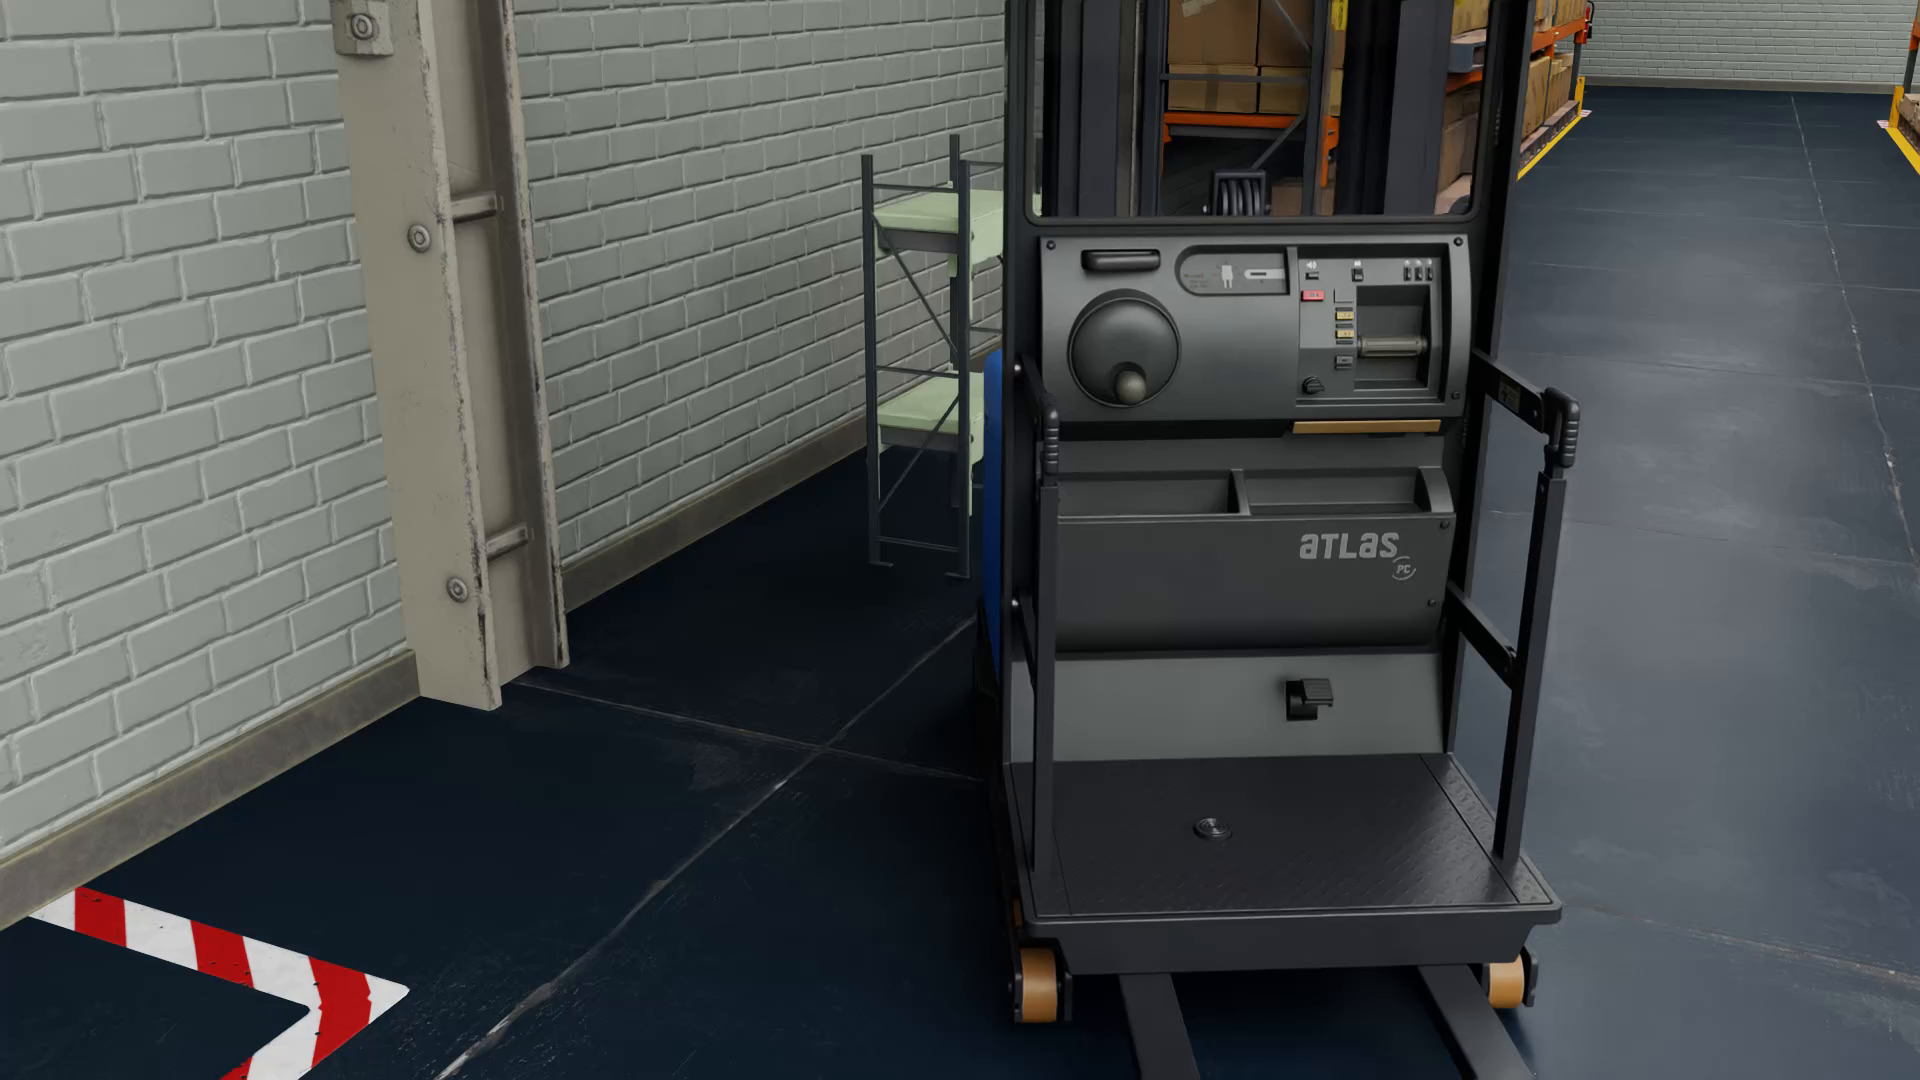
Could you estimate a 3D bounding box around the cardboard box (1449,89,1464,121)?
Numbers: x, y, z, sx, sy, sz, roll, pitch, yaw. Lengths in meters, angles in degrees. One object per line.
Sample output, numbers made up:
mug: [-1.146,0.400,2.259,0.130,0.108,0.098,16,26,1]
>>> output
cardboard box: [4.224,-3.916,14.958,0.500,0.250,0.500,9,21,24]

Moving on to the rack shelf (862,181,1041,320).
rack shelf: [-0.003,-1.072,6.081,0.431,0.370,0.720,9,21,23]

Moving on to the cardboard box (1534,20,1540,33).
cardboard box: [6.075,-5.590,18.055,0.380,0.149,0.250,9,21,23]

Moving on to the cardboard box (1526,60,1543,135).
cardboard box: [5.891,-4.845,18.197,0.750,0.750,0.750,9,22,24]

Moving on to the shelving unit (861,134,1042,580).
shelving unit: [-0.003,-0.705,6.212,0.431,1.500,0.755,9,21,23]

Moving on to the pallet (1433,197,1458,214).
pallet: [3.441,-2.627,13.542,1.003,0.211,1.213,9,21,23]

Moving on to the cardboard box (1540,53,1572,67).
cardboard box: [7.852,-6.327,21.918,0.380,0.149,0.250,9,22,24]

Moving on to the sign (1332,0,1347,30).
sign: [1.981,-2.814,8.612,0.100,0.325,0.005,9,21,23]

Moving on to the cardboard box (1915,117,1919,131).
cardboard box: [10.994,-4.670,18.722,0.380,0.149,0.250,9,21,23]

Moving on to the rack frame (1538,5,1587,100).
rack frame: [8.038,-7.371,22.720,1.000,3.000,0.127,9,21,23]

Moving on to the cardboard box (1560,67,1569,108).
cardboard box: [7.637,-6.011,21.998,0.700,0.500,0.500,8,21,23]

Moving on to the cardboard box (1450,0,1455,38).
cardboard box: [3.212,-3.808,11.775,0.500,0.500,0.500,8,21,23]

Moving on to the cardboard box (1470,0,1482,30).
cardboard box: [4.088,-4.651,14.265,0.700,0.500,0.500,9,21,23]

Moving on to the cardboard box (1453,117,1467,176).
cardboard box: [4.197,-3.587,15.151,0.700,0.500,0.500,9,21,23]

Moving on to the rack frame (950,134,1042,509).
rack frame: [0.147,-0.816,6.526,0.400,1.500,0.023,9,21,23]

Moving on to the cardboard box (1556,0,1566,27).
cardboard box: [6.637,-6.454,19.691,0.980,0.700,0.700,9,21,24]

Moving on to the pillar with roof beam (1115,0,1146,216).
pillar with roof beam: [4.911,-5.049,7.236,9.100,9.000,0.400,9,21,23]

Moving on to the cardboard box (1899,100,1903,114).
cardboard box: [11.971,-5.408,20.770,0.380,0.166,0.250,9,21,23]

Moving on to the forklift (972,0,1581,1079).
forklift: [0.648,-0.457,3.380,1.130,2.935,3.031,-1,20,-3]

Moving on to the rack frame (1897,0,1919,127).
rack frame: [12.558,-6.693,20.812,1.000,3.000,0.127,9,21,23]

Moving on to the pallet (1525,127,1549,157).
pallet: [6.152,-4.589,19.056,1.003,0.211,1.213,9,21,23]

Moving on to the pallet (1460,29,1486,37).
pallet: [3.988,-4.225,14.158,1.003,0.211,1.213,9,21,23]

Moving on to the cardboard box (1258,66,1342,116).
cardboard box: [1.975,-2.525,9.285,0.500,0.250,0.500,8,21,21]

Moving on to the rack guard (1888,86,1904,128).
rack guard: [12.527,-5.492,21.165,1.175,0.500,0.348,9,21,23]

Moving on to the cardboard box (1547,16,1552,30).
cardboard box: [6.438,-5.817,18.694,0.380,0.149,0.250,9,21,24]

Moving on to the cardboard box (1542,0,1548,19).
cardboard box: [6.027,-5.860,17.846,0.500,0.500,0.500,9,21,23]

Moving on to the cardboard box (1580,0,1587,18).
cardboard box: [7.838,-7.355,22.227,0.980,0.700,0.700,10,22,25]

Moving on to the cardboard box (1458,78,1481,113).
cardboard box: [5.182,-4.318,16.714,0.750,0.750,0.750,8,21,22]

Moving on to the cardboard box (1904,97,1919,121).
cardboard box: [11.667,-5.172,19.981,0.500,0.250,0.500,9,21,23]

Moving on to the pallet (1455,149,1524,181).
pallet: [5.153,-3.843,16.959,1.003,0.211,1.213,9,21,23]

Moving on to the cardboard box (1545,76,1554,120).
cardboard box: [6.799,-5.383,20.233,0.700,0.500,0.500,9,21,23]

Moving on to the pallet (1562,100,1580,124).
pallet: [7.781,-5.802,22.469,1.003,0.211,1.213,9,21,23]

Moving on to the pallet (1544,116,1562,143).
pallet: [6.782,-5.056,20.372,1.003,0.211,1.213,9,21,23]

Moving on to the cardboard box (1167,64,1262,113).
cardboard box: [1.500,-2.589,9.465,0.500,0.250,0.500,9,21,23]

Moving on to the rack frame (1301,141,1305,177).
rack frame: [3.124,-3.703,12.405,1.000,3.000,0.127,9,21,23]

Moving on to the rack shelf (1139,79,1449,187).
rack shelf: [2.305,-2.753,10.806,1.077,0.370,4.000,9,21,23]

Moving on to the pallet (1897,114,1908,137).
pallet: [12.202,-5.112,20.528,1.003,0.211,1.213,9,21,23]

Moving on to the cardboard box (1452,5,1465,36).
cardboard box: [3.599,-4.278,13.216,0.700,0.500,0.500,11,22,28]

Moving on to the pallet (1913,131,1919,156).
pallet: [11.202,-4.366,18.430,1.003,0.211,1.213,9,21,23]

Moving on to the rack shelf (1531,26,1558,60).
rack shelf: [5.581,-5.198,17.683,1.077,0.370,4.000,9,21,23]

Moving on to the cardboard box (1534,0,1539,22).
cardboard box: [5.621,-5.546,16.965,0.500,0.500,0.500,8,21,22]

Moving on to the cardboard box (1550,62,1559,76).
cardboard box: [7.106,-5.769,20.348,0.380,0.149,0.250,9,22,25]

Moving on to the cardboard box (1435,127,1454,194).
cardboard box: [3.821,-3.275,14.275,0.700,0.500,0.500,9,21,23]

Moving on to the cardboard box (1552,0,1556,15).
cardboard box: [6.440,-6.170,18.717,0.500,0.500,0.500,8,21,22]

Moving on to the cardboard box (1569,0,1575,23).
cardboard box: [7.229,-6.900,20.946,0.980,0.700,0.700,7,21,20]

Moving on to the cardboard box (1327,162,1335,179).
cardboard box: [2.735,-2.410,11.842,0.500,0.500,0.500,7,21,19]

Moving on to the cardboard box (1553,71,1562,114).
cardboard box: [7.220,-5.693,21.104,0.700,0.500,0.500,9,22,24]
